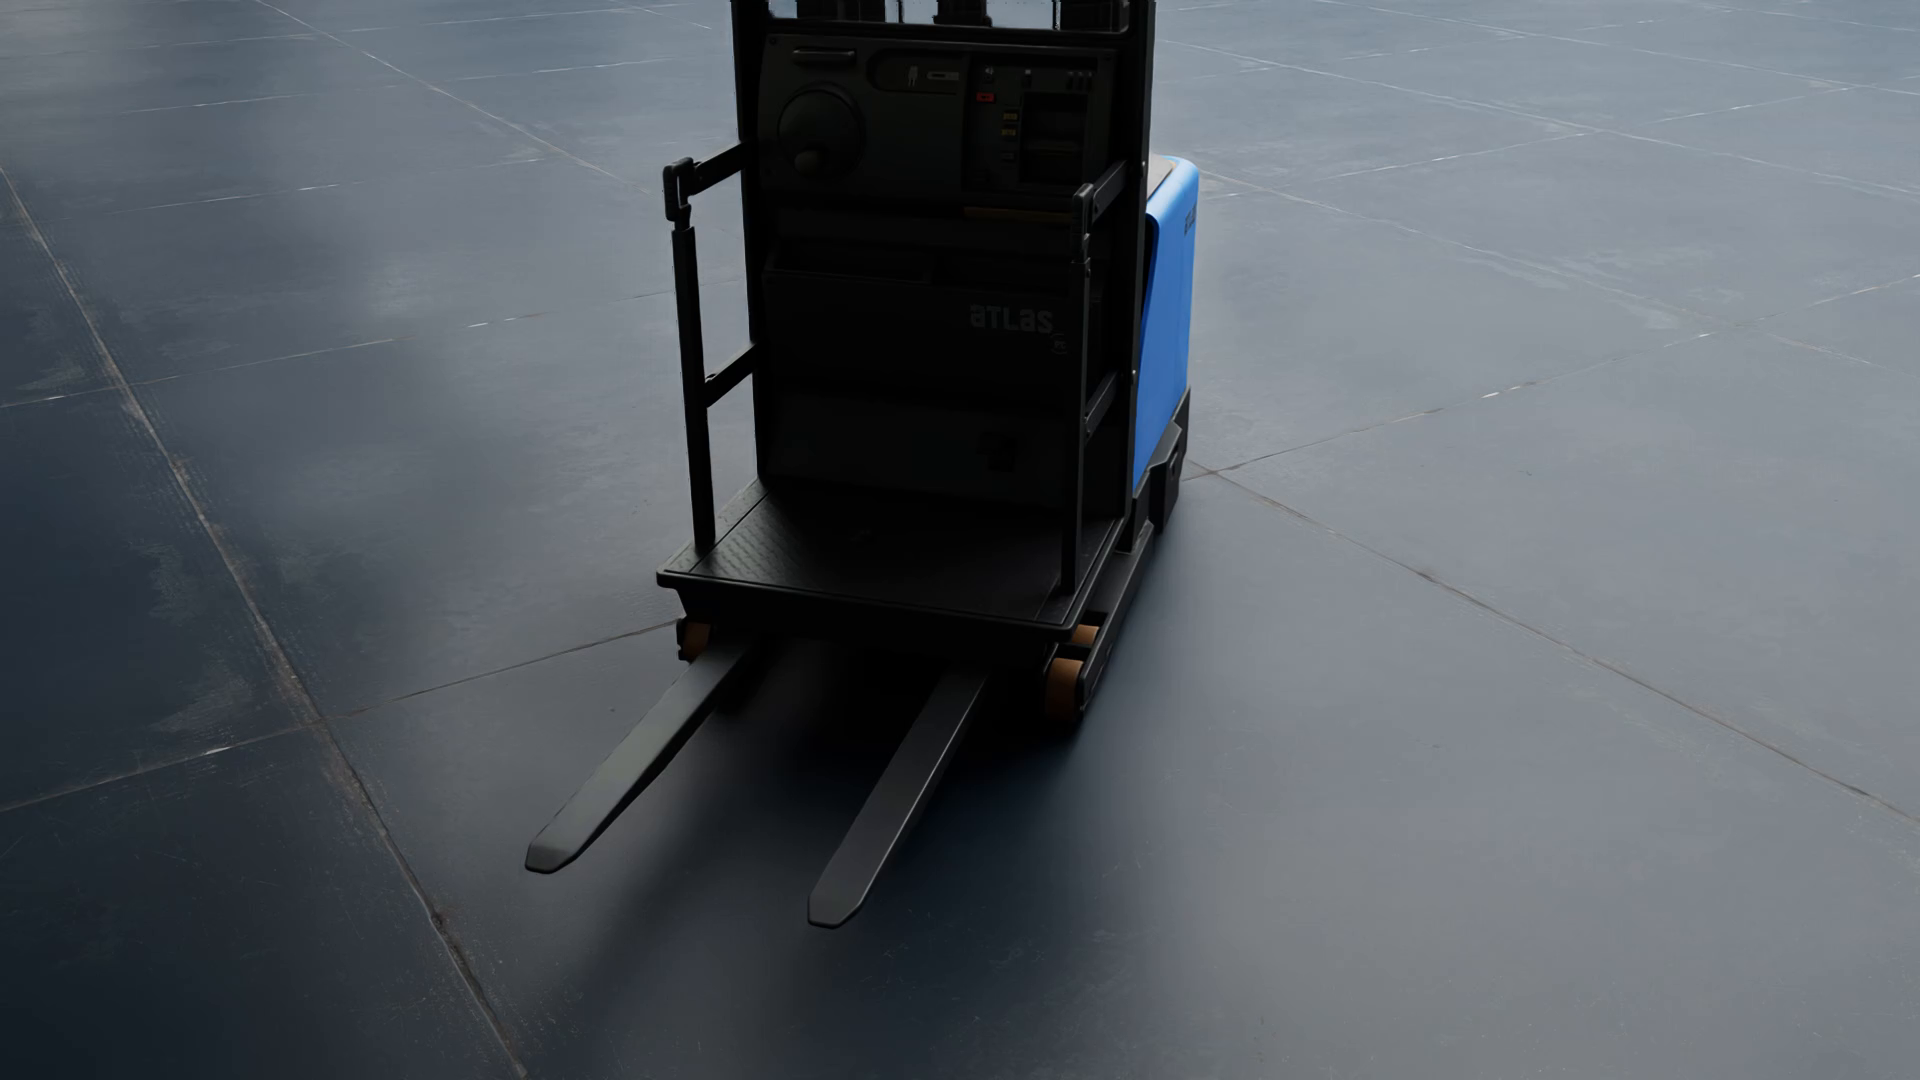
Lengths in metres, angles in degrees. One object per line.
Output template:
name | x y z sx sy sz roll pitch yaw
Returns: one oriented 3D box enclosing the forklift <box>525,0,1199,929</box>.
forklift | -0.126 -1.046 4.033 1.130 2.935 3.031 7 26 15
